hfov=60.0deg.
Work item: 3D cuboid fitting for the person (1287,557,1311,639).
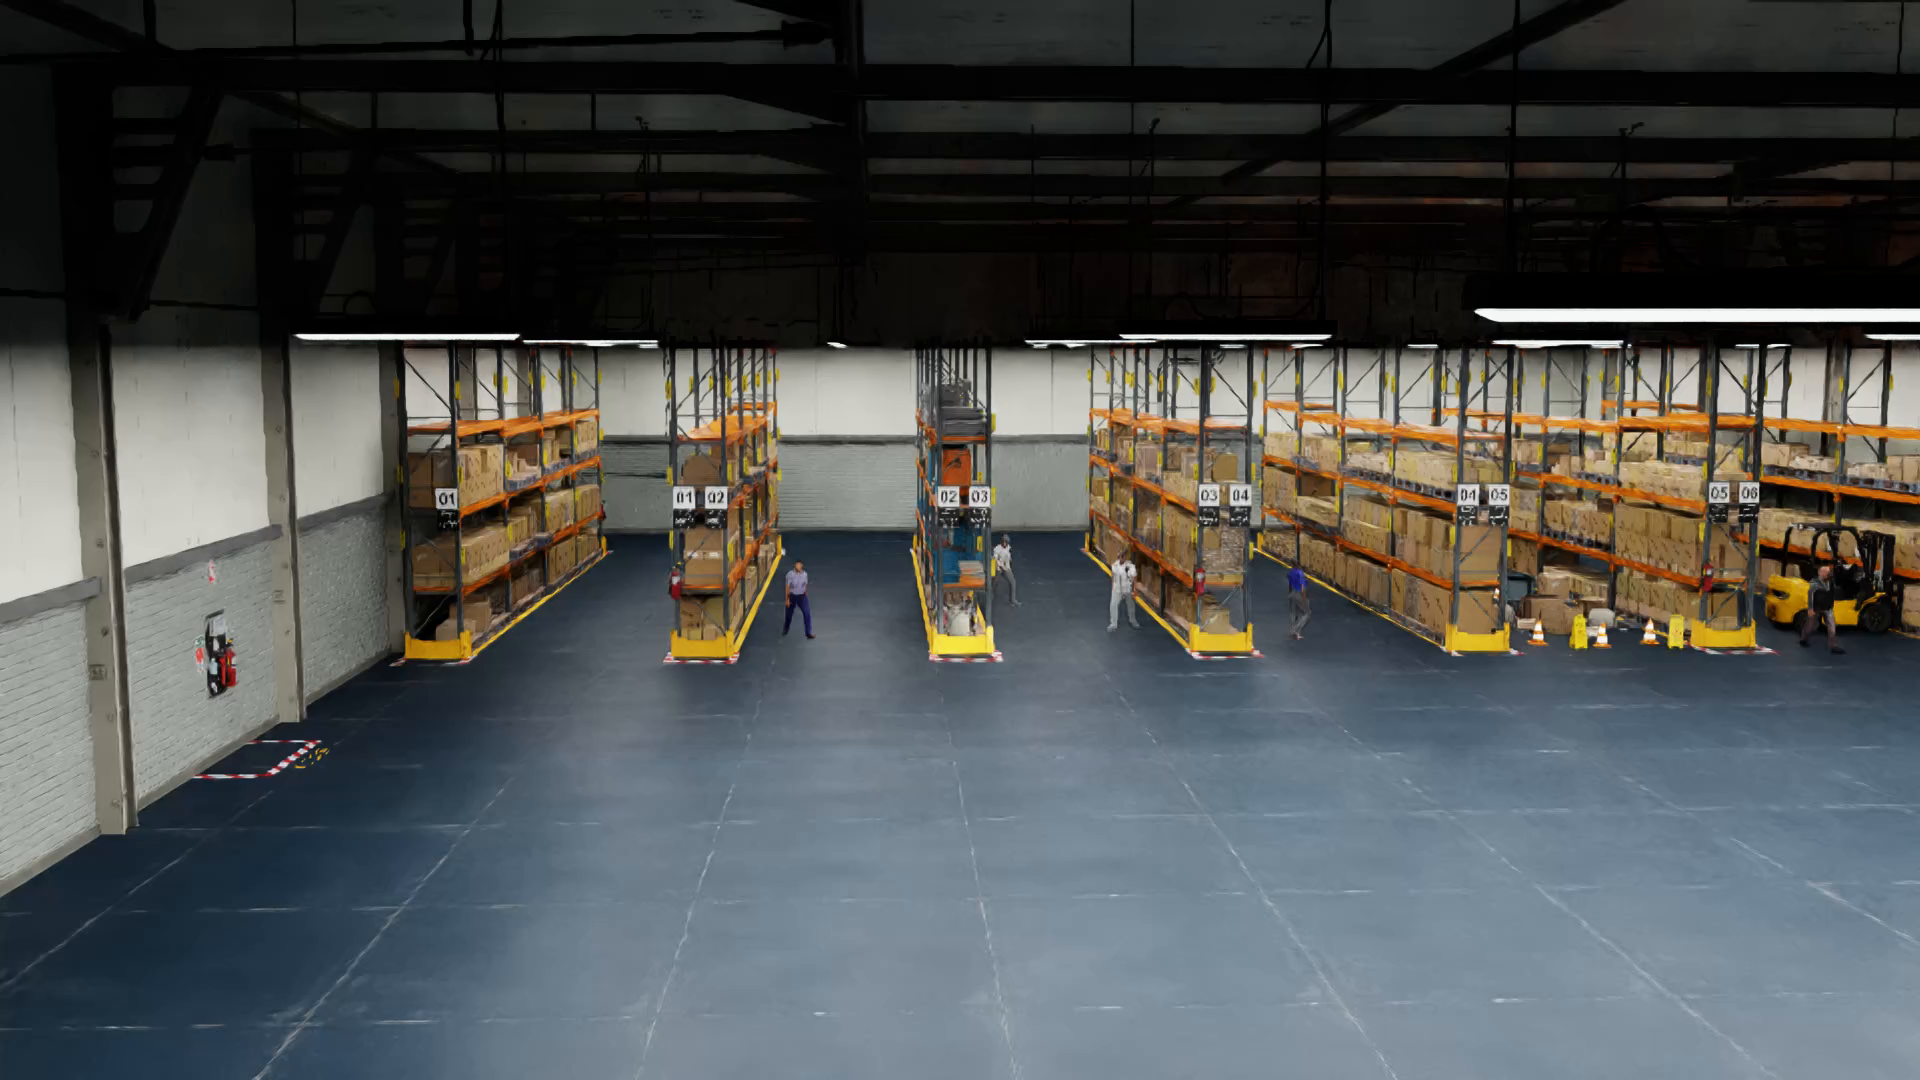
[{"bbox_3d":[6.673,1.163,32.960,0.422,1.656,0.501,-4,8,-31],"label":"person"}]

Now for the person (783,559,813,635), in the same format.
[{"bbox_3d":[-3.280,1.133,33.299,0.516,1.538,0.747,-3,7,-26],"label":"person"}]

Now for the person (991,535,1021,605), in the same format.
[{"bbox_3d":[0.976,0.652,37.589,0.622,1.608,0.822,-2,7,-19],"label":"person"}]

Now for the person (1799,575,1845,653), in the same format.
[{"bbox_3d":[16.424,1.388,31.730,0.543,1.463,1.115,0,6,-1],"label":"person"}]

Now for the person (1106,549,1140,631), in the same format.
[{"bbox_3d":[3.363,1.005,34.151,0.585,1.698,0.979,2,7,19],"label":"person"}]
